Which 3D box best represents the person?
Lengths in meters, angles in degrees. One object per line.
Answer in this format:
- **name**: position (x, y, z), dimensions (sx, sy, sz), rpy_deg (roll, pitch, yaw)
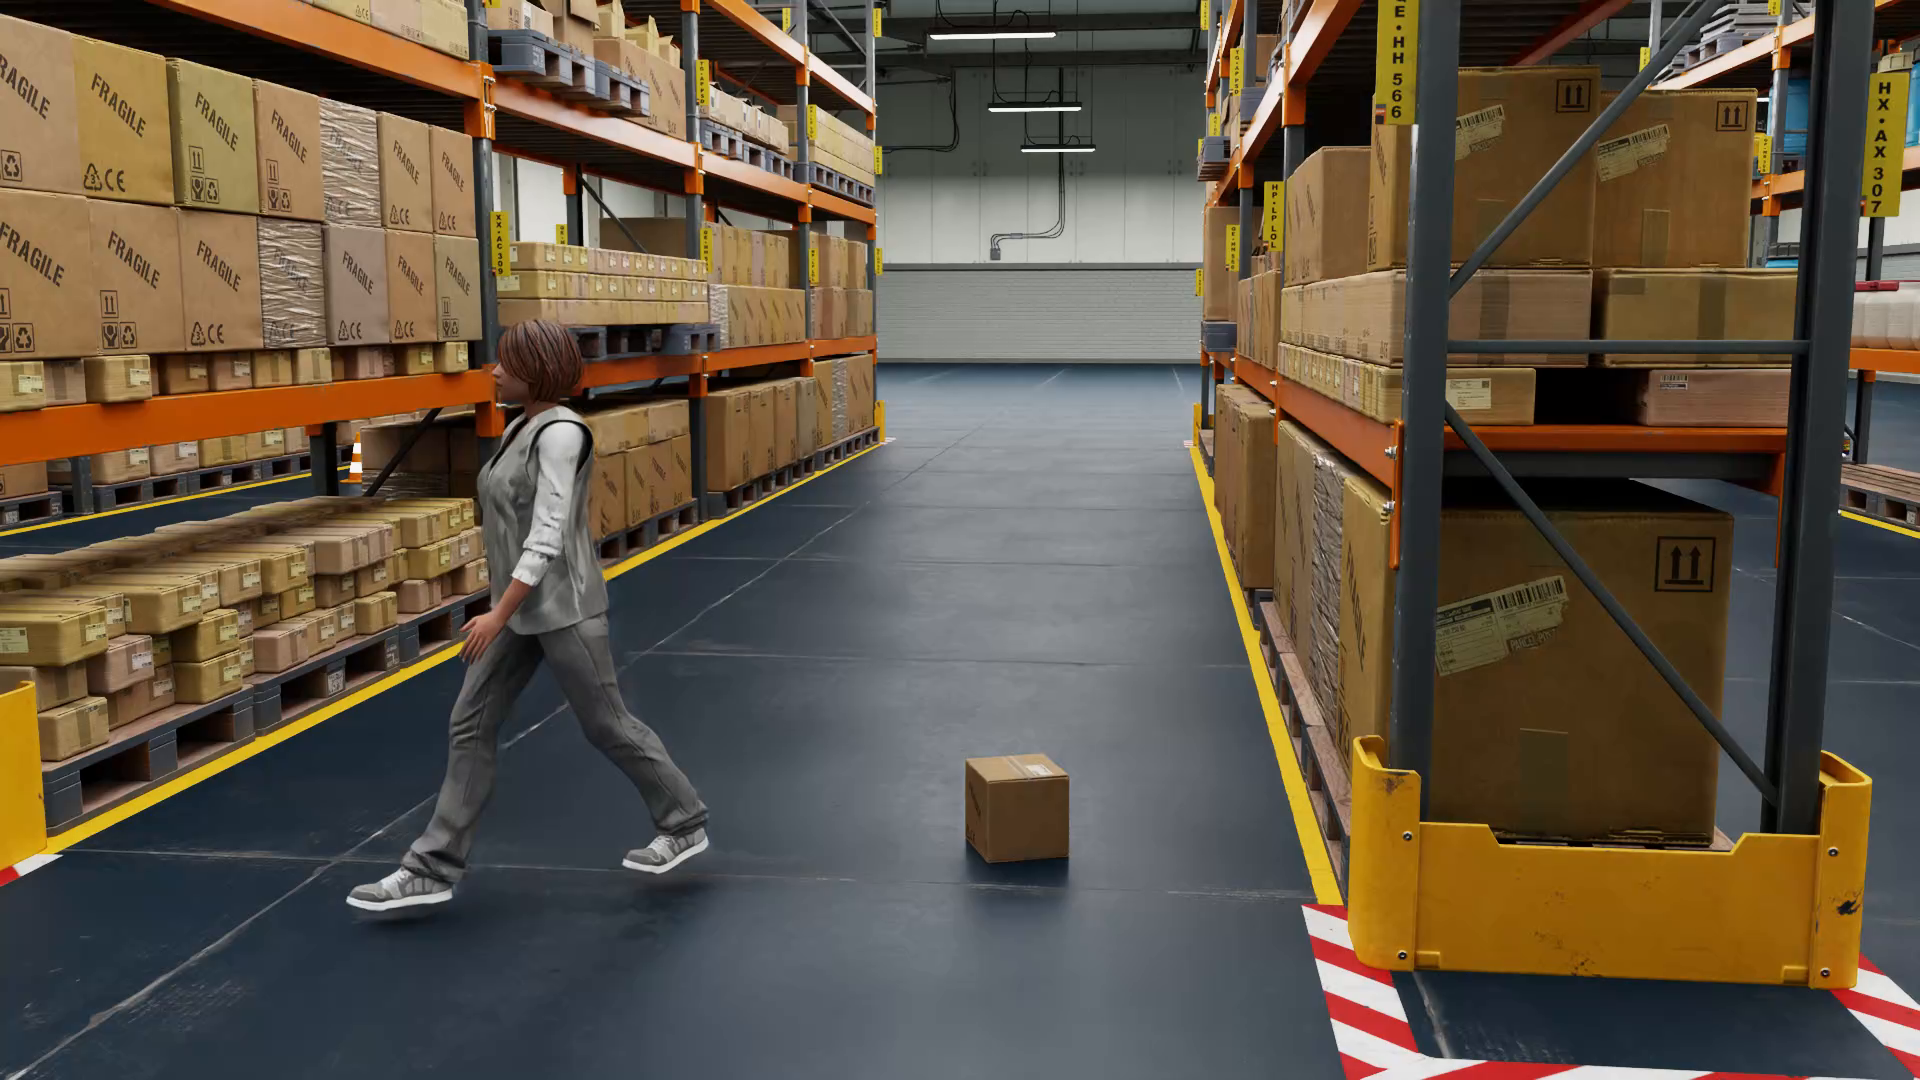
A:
- **person**: position (-1.131, 0.186, 4.389), dimensions (0.976, 1.531, 0.423), rpy_deg (-5, 9, -34)
